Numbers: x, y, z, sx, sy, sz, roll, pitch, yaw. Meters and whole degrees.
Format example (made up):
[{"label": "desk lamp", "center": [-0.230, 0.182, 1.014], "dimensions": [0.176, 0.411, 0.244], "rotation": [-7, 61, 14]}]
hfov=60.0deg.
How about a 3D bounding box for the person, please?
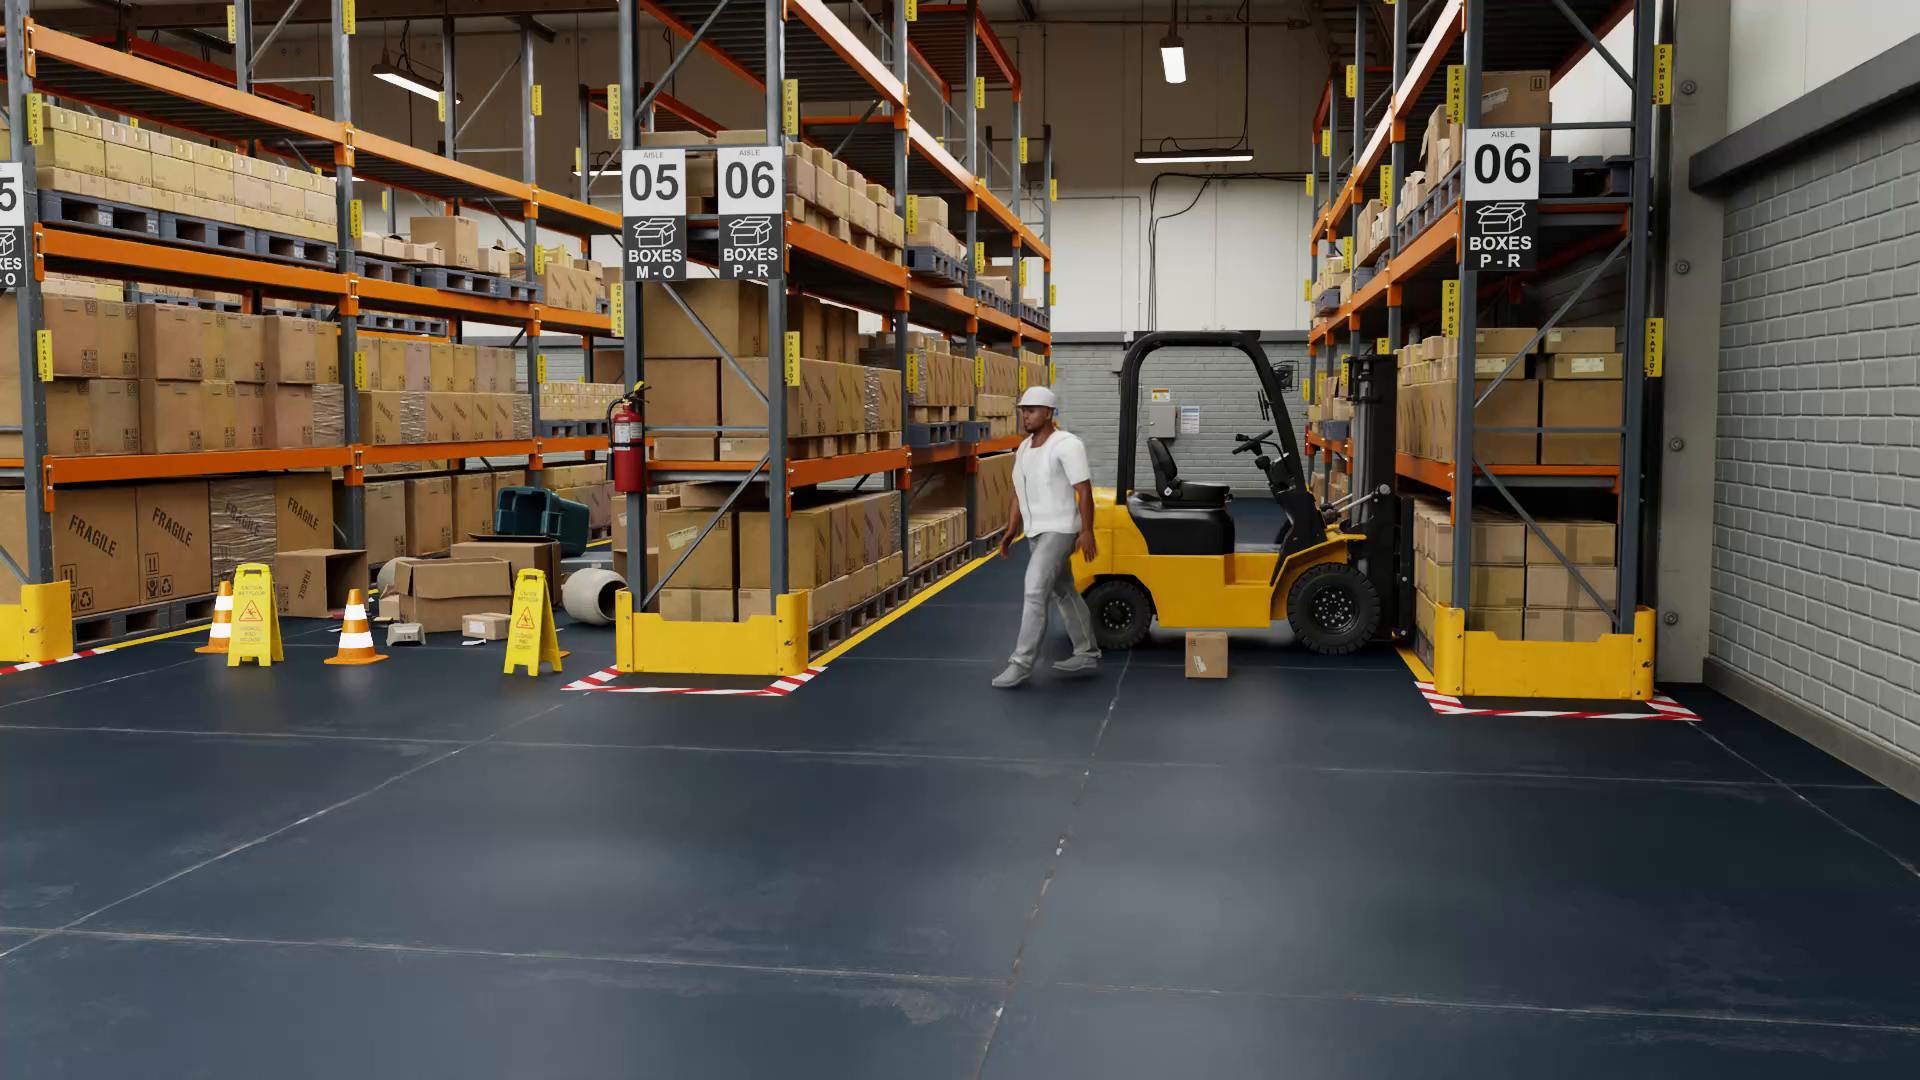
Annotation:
[{"label": "person", "center": [0.485, -0.042, 9.933], "dimensions": [0.847, 1.745, 0.564], "rotation": [-2, 5, -26]}]
